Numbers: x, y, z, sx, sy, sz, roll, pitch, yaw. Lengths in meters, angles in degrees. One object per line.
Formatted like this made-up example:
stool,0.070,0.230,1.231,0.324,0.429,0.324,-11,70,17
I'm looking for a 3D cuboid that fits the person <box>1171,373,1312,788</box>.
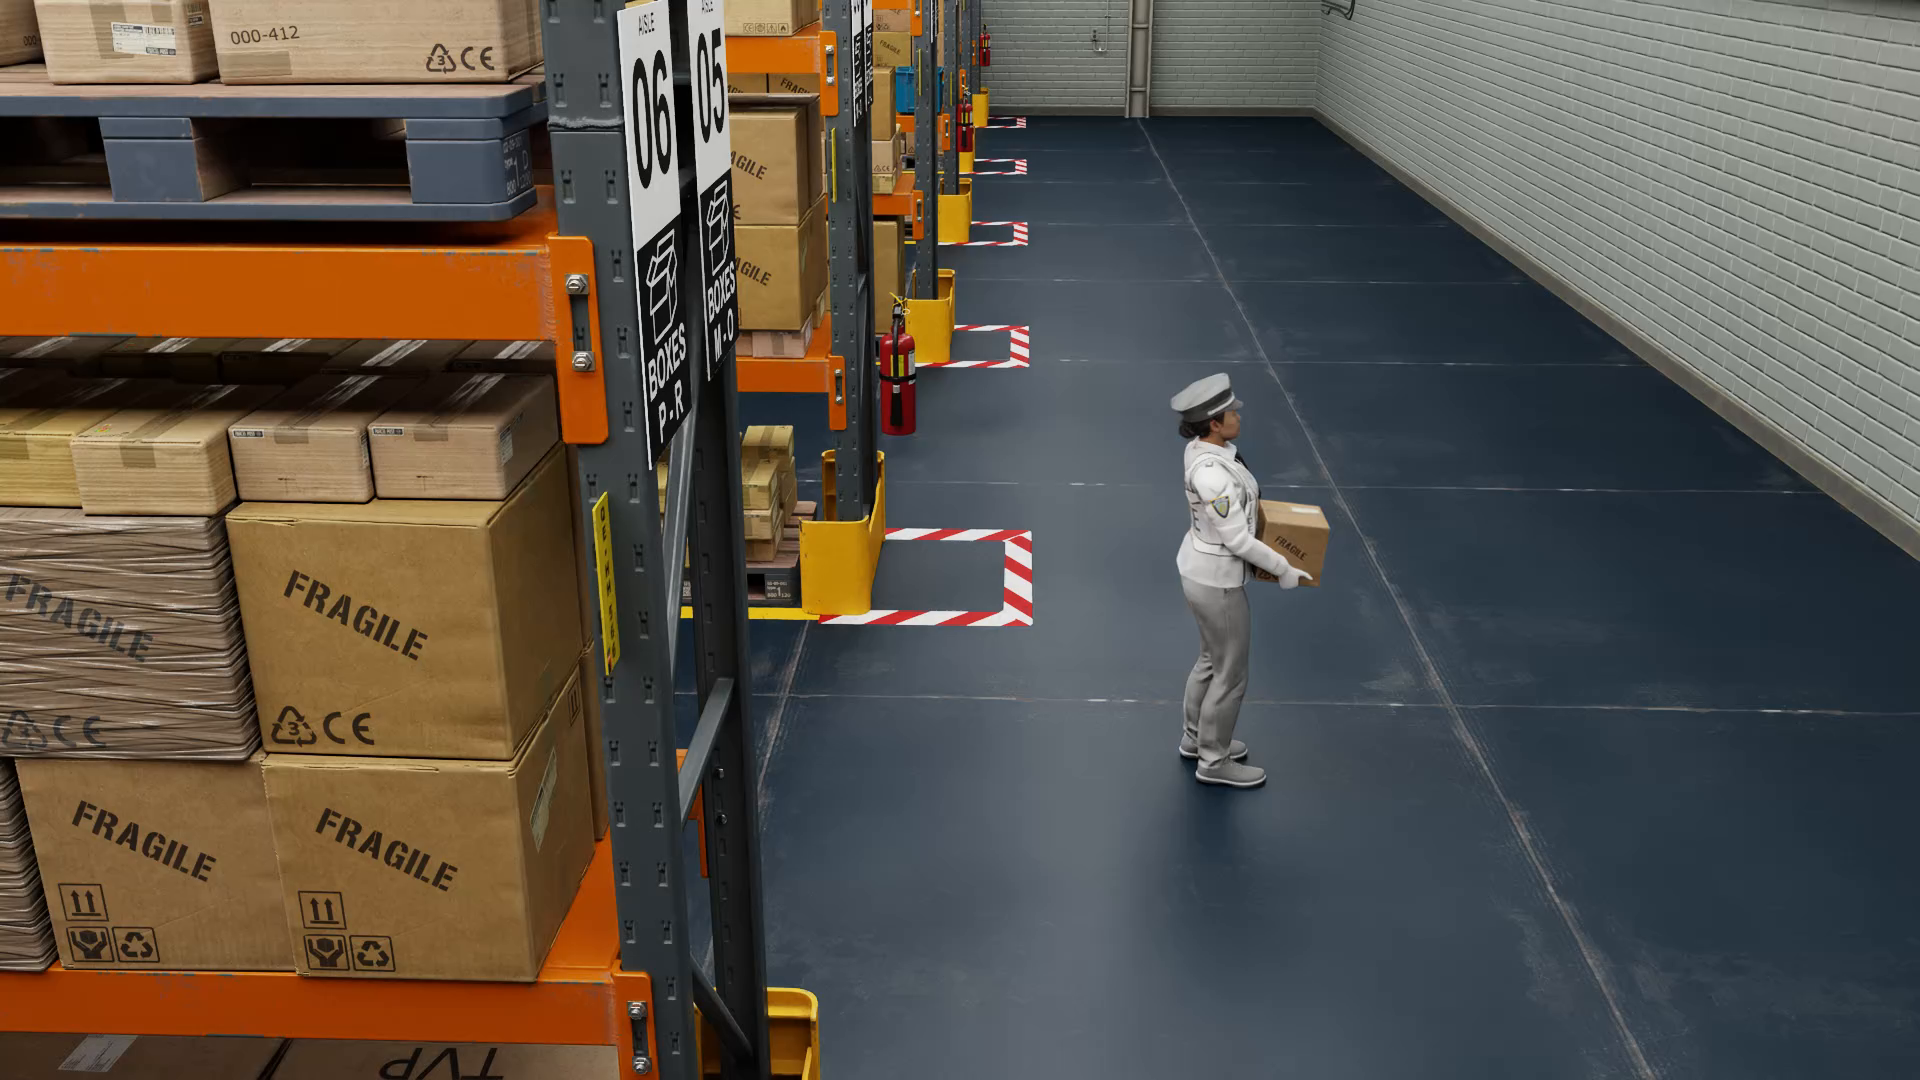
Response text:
person,1.092,0.161,6.622,0.564,1.686,0.460,1,21,2
